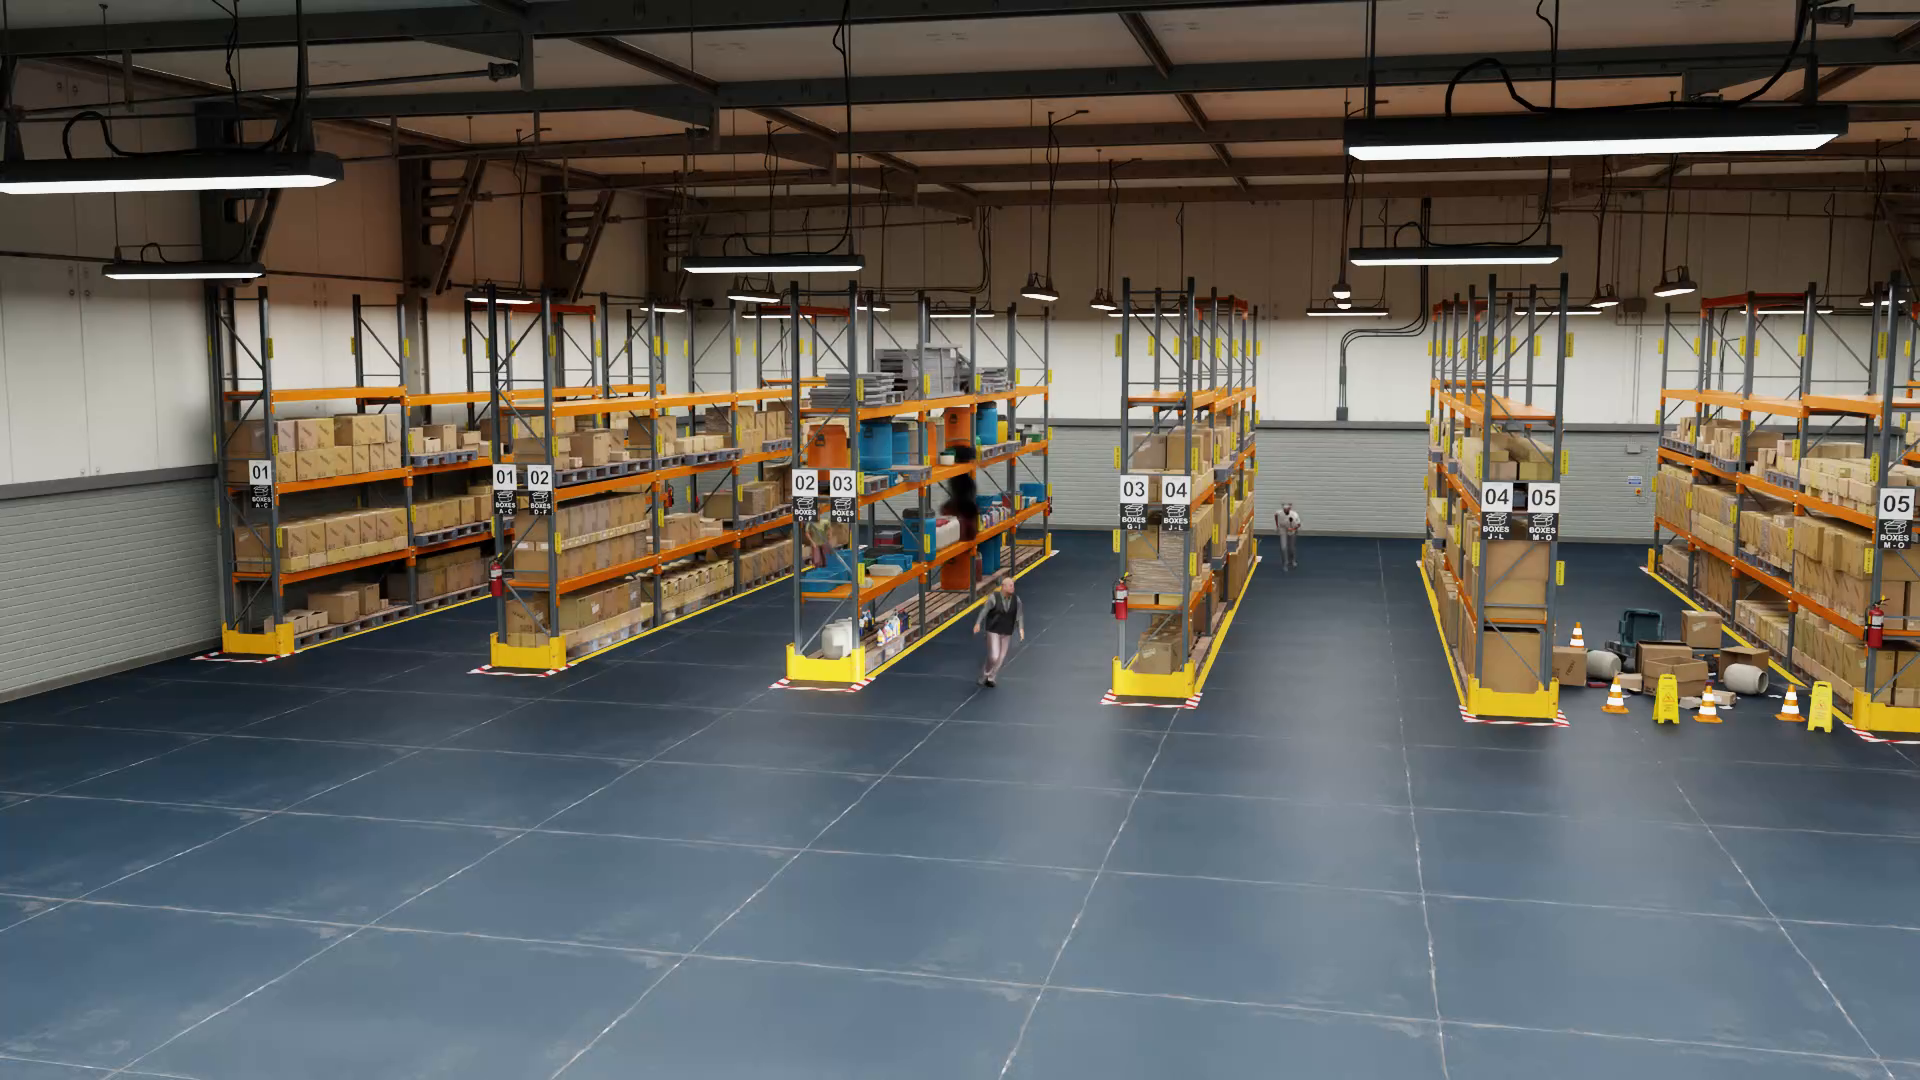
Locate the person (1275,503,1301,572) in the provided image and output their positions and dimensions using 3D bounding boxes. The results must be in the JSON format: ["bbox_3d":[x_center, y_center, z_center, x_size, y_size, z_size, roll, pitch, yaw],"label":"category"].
[{"bbox_3d":[7.437,-0.078,37.699,0.595,1.626,0.967,3,7,22],"label":"person"}]

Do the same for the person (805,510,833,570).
[{"bbox_3d":[-2.841,0.097,33.509,0.553,1.500,0.788,-1,7,-8],"label":"person"}]

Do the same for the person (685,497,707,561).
[{"bbox_3d":[-5.911,-0.140,37.335,0.658,1.729,0.642,2,7,16],"label":"person"}]

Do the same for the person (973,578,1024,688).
[{"bbox_3d":[0.598,1.369,24.461,0.658,1.669,0.666,-3,7,-24],"label":"person"}]
